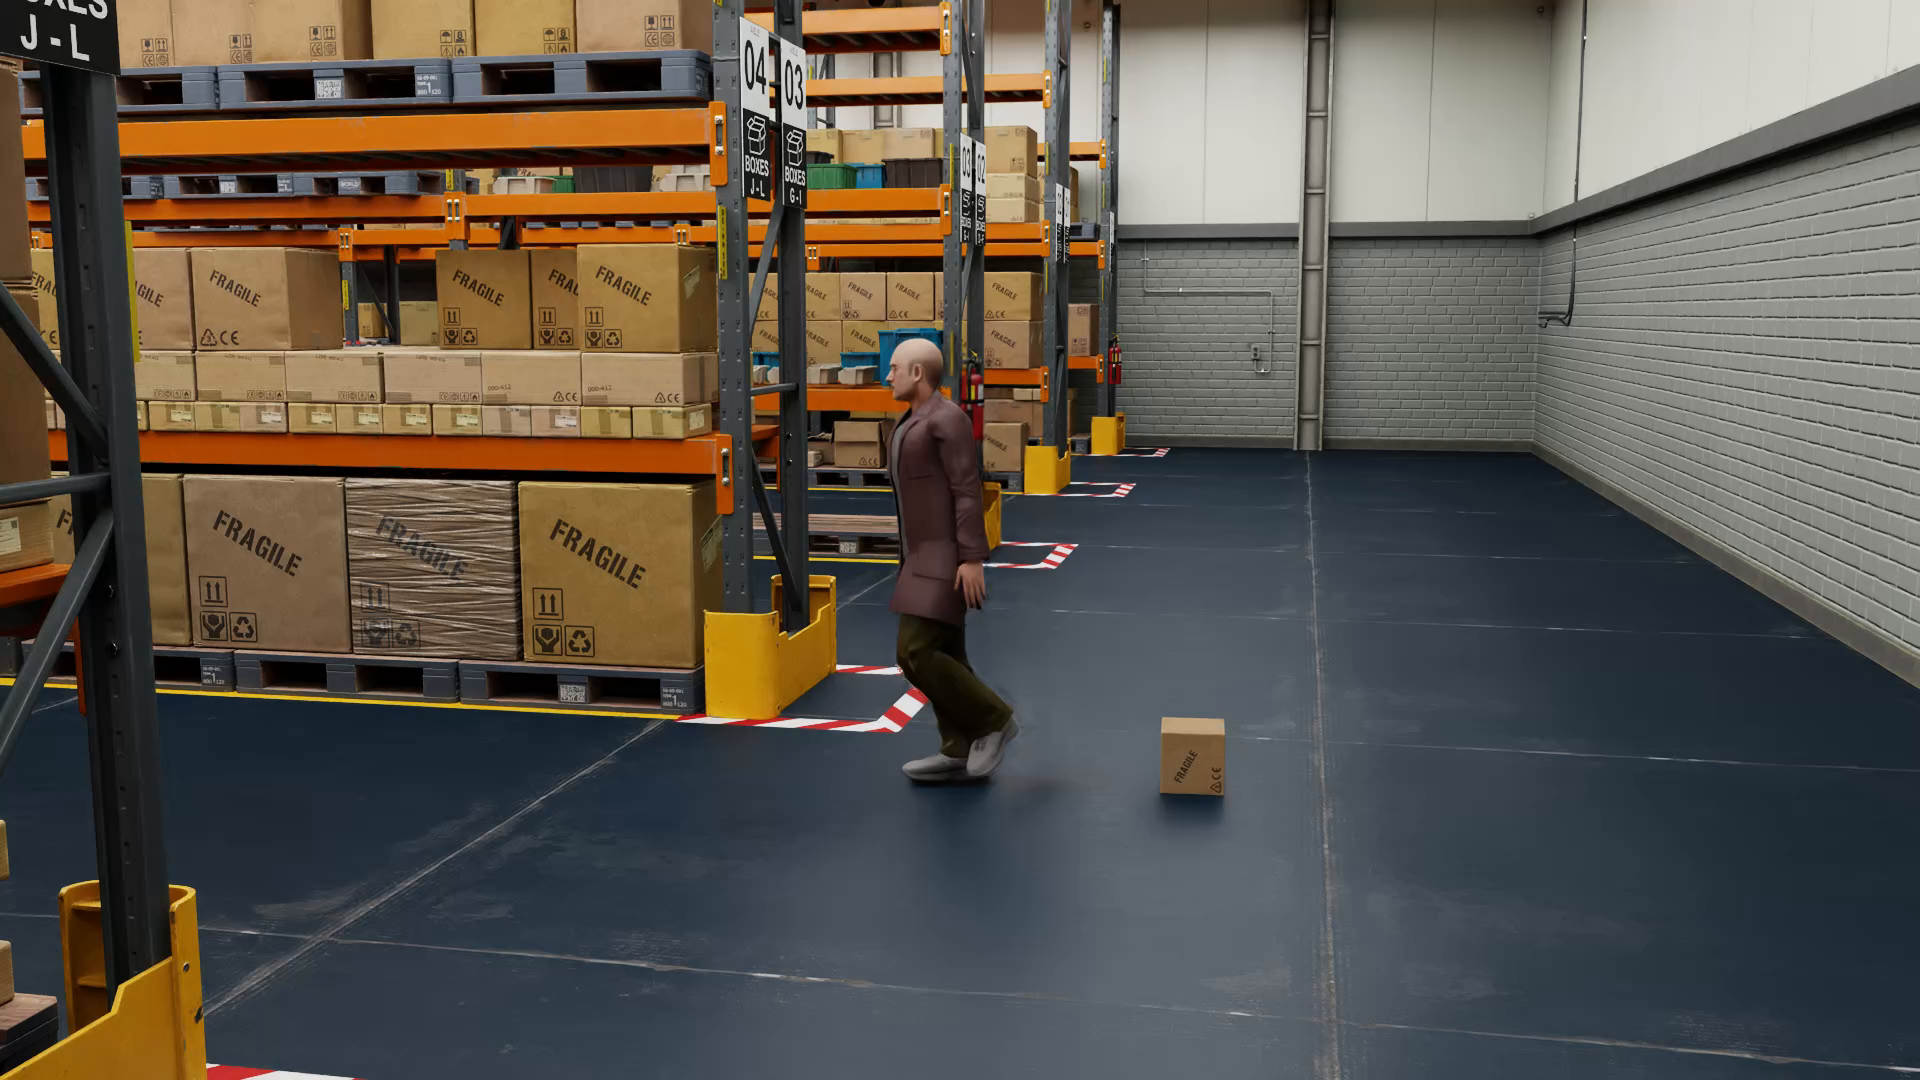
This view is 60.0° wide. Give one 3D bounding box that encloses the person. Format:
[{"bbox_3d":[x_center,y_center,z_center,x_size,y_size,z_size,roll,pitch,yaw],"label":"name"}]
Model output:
[{"bbox_3d":[-0.052,0.088,6.615,0.552,1.769,0.619,-2,8,-16],"label":"person"}]
